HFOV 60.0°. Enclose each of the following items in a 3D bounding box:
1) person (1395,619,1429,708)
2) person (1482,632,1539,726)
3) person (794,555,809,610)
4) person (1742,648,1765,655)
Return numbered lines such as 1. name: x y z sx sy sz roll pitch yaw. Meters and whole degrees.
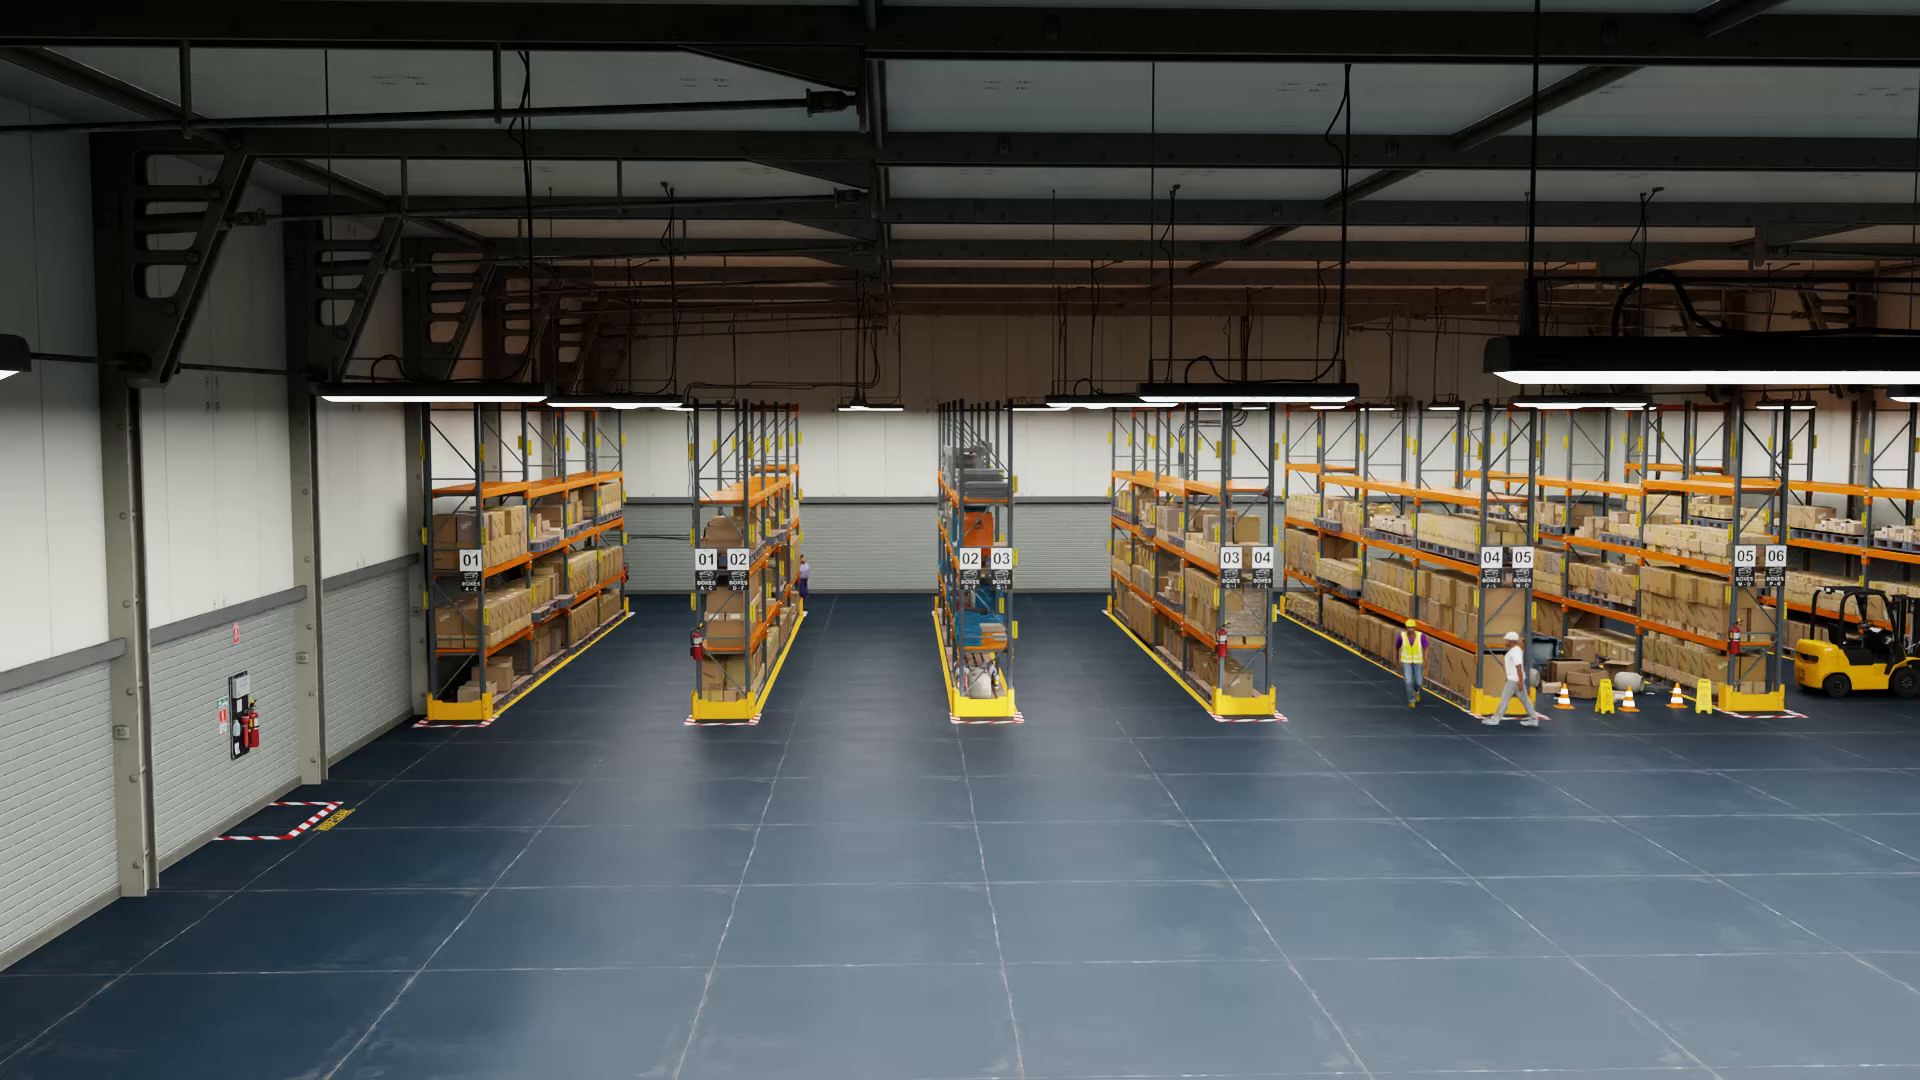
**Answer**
1. person: 8.842 2.389 32.558 0.630 1.732 0.717 1 4 12
2. person: 10.100 2.529 30.441 0.980 1.700 0.613 2 5 25
3. person: -4.664 1.221 48.538 0.805 1.611 0.486 3 5 34
4. person: 17.294 2.206 36.201 0.535 1.556 0.705 0 4 -1
